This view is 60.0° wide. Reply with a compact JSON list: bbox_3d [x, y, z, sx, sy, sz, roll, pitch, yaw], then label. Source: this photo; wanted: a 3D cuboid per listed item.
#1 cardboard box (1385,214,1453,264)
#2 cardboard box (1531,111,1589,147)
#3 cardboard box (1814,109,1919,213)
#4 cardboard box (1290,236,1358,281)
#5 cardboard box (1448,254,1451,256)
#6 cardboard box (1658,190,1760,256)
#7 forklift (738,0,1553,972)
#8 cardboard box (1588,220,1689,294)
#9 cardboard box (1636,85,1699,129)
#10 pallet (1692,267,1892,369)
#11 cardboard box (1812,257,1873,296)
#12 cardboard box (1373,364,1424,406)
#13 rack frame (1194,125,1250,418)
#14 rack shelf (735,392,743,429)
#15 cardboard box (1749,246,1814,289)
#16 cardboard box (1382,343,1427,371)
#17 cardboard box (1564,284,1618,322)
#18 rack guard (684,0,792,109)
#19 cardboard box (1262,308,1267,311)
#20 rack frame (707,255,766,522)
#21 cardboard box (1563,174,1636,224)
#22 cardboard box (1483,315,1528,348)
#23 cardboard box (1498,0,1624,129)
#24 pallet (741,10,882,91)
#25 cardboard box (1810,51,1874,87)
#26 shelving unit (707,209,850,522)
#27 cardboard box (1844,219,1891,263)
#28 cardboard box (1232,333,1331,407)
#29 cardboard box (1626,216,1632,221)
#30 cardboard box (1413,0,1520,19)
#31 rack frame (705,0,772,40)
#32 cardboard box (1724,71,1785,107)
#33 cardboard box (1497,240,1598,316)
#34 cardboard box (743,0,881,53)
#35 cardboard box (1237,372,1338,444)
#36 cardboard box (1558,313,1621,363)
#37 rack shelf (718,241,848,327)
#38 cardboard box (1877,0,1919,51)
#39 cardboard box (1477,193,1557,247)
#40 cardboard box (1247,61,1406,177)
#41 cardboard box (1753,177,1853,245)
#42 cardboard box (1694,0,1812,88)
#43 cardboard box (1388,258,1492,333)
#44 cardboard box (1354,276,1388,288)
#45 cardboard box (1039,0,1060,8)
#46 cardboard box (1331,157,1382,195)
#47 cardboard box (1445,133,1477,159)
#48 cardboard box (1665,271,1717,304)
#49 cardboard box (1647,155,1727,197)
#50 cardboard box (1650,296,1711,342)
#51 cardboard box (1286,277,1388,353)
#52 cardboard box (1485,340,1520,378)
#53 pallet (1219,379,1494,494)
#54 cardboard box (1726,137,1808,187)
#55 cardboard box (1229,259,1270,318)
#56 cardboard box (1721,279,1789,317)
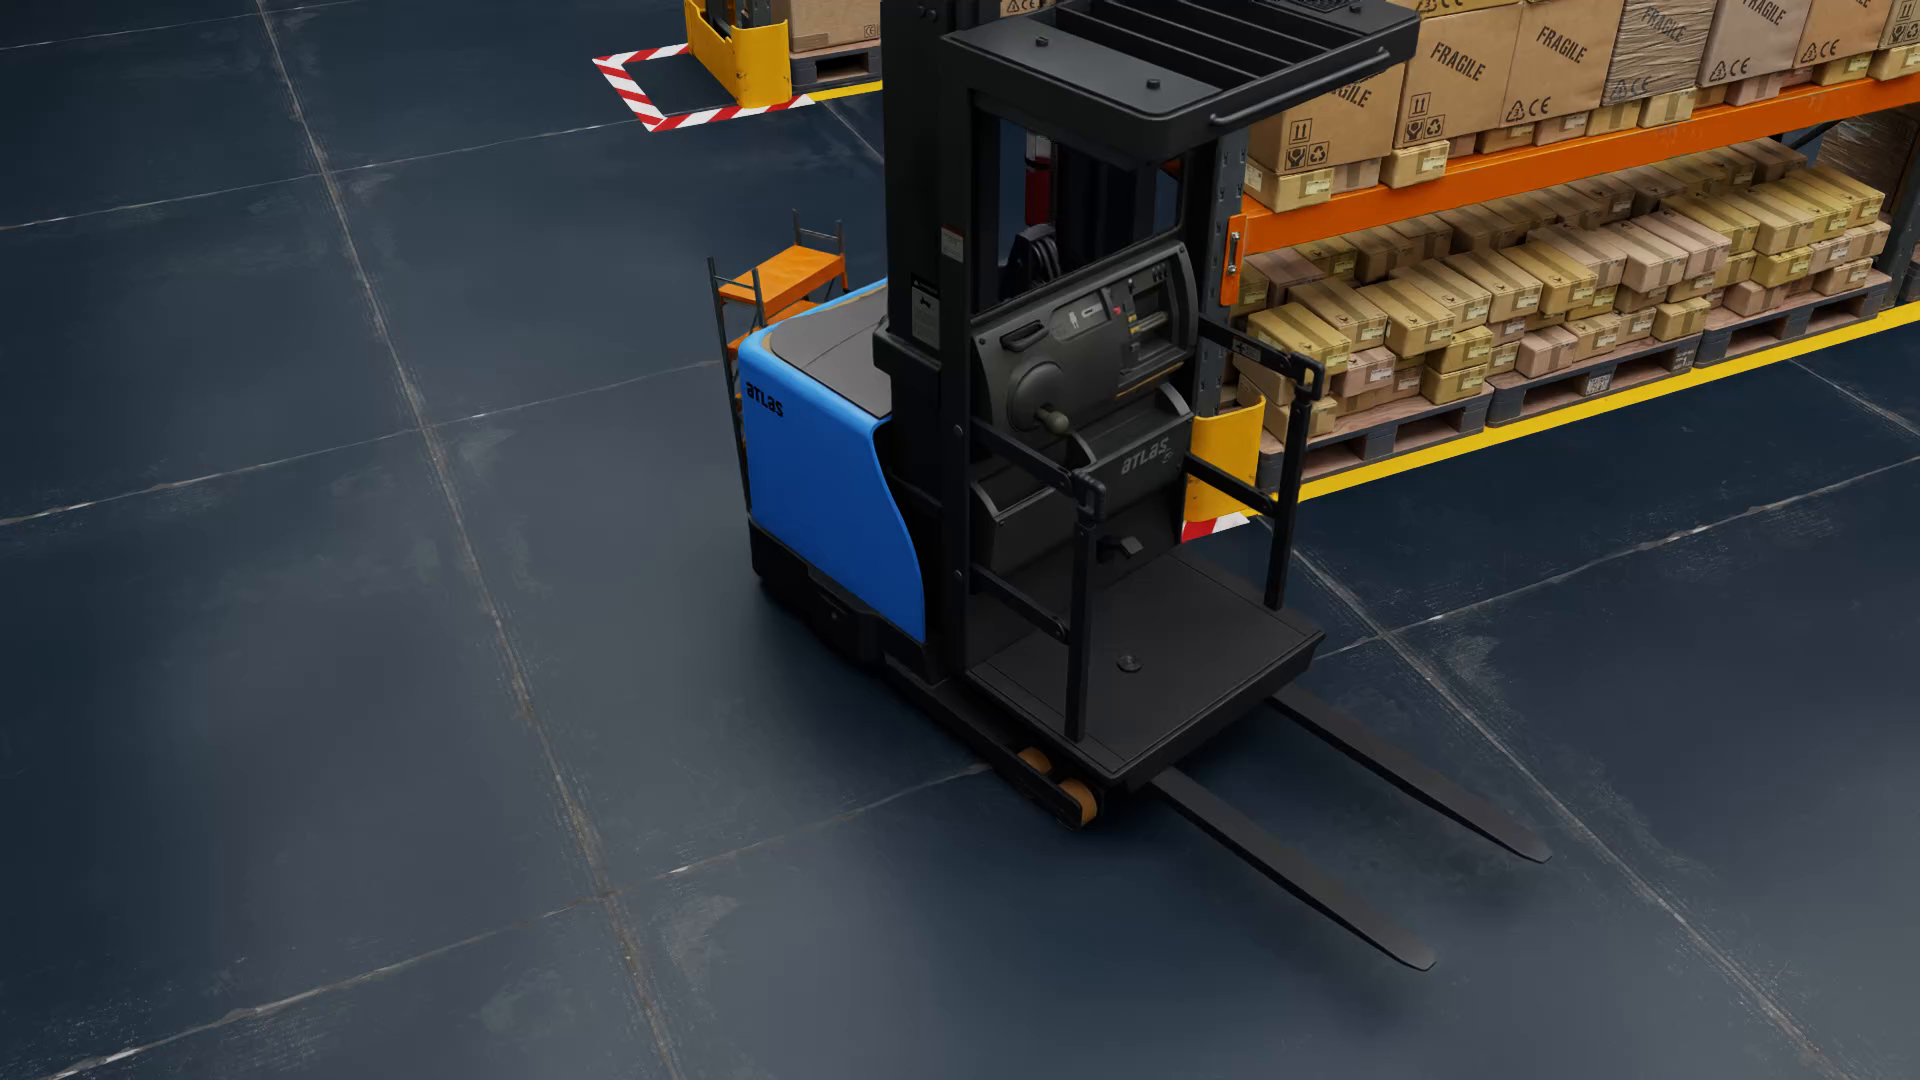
[{"bbox_3d":[2.060,-1.432,7.704,0.250,0.149,0.380,-14,39,-18],"label":"cardboard box"},{"bbox_3d":[2.354,-1.775,6.837,0.250,0.149,0.380,-16,40,-21],"label":"cardboard box"},{"bbox_3d":[4.959,-2.103,8.814,0.500,0.500,0.500,-16,40,-21],"label":"cardboard box"},{"bbox_3d":[1.579,-1.303,7.530,0.250,0.149,0.380,-16,40,-21],"label":"cardboard box"},{"bbox_3d":[2.305,-1.359,7.855,0.250,0.149,0.380,-14,39,-18],"label":"cardboard box"},{"bbox_3d":[3.480,-1.471,7.757,0.250,0.149,0.380,-14,39,-18],"label":"cardboard box"},{"bbox_3d":[0.552,-0.574,5.063,1.130,2.935,3.031,-28,45,-33],"label":"forklift"},{"bbox_3d":[3.035,-1.278,7.496,0.250,0.149,0.380,-17,40,-22],"label":"cardboard box"},{"bbox_3d":[2.852,-1.881,6.980,0.250,0.149,0.380,-15,39,-19],"label":"cardboard box"},{"bbox_3d":[3.803,-1.306,8.334,1.213,0.211,1.003,-16,39,-20],"label":"pallet"},{"bbox_3d":[4.186,-1.356,8.101,0.250,0.149,0.380,-15,39,-19],"label":"cardboard box"},{"bbox_3d":[1.809,-0.764,7.302,0.250,0.149,0.380,-15,39,-19],"label":"cardboard box"},{"bbox_3d":[0.775,-1.603,6.393,0.127,3.000,1.000,-16,39,-20],"label":"rack frame"},{"bbox_3d":[-0.654,-0.584,6.627,0.258,0.148,0.480,19,40,30],"label":"rack shelf"},{"bbox_3d":[3.771,-1.355,7.850,0.250,0.149,0.380,-17,40,-22],"label":"cardboard box"},{"bbox_3d":[1.814,-0.889,7.221,0.250,0.149,0.380,-15,39,-19],"label":"cardboard box"},{"bbox_3d":[2.769,-1.168,7.597,0.250,0.149,0.380,-14,39,-18],"label":"cardboard box"},{"bbox_3d":[-1.441,-3.237,10.694,0.348,0.500,1.175,-16,39,-20],"label":"rack guard"},{"bbox_3d":[1.391,-1.071,7.466,0.250,0.149,0.380,-17,40,-21],"label":"cardboard box"},{"bbox_3d":[-0.799,-0.521,6.429,0.240,1.200,0.015,19,40,30],"label":"rack frame"},{"bbox_3d":[3.022,-1.676,8.032,0.250,0.149,0.380,-15,39,-19],"label":"cardboard box"},{"bbox_3d":[2.293,-1.014,7.390,0.250,0.149,0.380,-18,40,-22],"label":"cardboard box"},{"bbox_3d":[2.221,-1.994,6.586,0.500,0.500,0.500,-15,39,-19],"label":"cardboard box"},{"bbox_3d":[-0.729,-3.371,11.118,1.213,0.211,1.003,-16,39,-20],"label":"pallet"},{"bbox_3d":[3.783,-2.157,7.351,0.250,0.149,0.380,-14,39,-18],"label":"cardboard box"},{"bbox_3d":[-0.658,-0.639,6.590,0.258,1.200,0.503,19,40,30],"label":"shelving unit"},{"bbox_3d":[4.246,-1.507,8.055,0.250,0.149,0.380,-15,39,-19],"label":"cardboard box"},{"bbox_3d":[1.359,-0.740,7.021,0.250,0.149,0.380,-14,39,-18],"label":"cardboard box"},{"bbox_3d":[3.290,-1.579,8.152,0.250,0.149,0.380,-18,40,-22],"label":"cardboard box"},{"bbox_3d":[1.748,-2.266,6.114,0.500,0.500,0.500,-14,39,-19],"label":"cardboard box"},{"bbox_3d":[-1.420,-4.247,9.958,0.127,3.000,1.000,-16,39,-20],"label":"rack frame"},{"bbox_3d":[3.306,-2.020,7.166,0.250,0.149,0.380,-17,40,-22],"label":"cardboard box"},{"bbox_3d":[2.577,-1.159,7.335,0.250,0.149,0.380,-15,39,-19],"label":"cardboard box"},{"bbox_3d":[-0.865,-3.607,10.894,0.875,0.438,0.875,-17,40,-21],"label":"cardboard box"},{"bbox_3d":[1.385,-0.587,7.063,0.250,0.149,0.380,-15,39,-19],"label":"cardboard box"},{"bbox_3d":[2.780,-0.985,7.601,0.250,0.149,0.380,-16,39,-20],"label":"cardboard box"},{"bbox_3d":[-0.682,-0.964,6.370,0.258,0.148,0.480,19,40,30],"label":"rack shelf"},{"bbox_3d":[4.078,-2.500,7.269,0.500,0.500,0.500,-16,39,-20],"label":"cardboard box"},{"bbox_3d":[2.571,-1.521,7.824,0.250,0.149,0.380,-15,39,-20],"label":"cardboard box"},{"bbox_3d":[1.299,-1.727,6.227,0.500,0.500,0.500,-14,39,-18],"label":"cardboard box"},{"bbox_3d":[3.970,-1.562,7.879,0.250,0.149,0.380,-15,39,-19],"label":"cardboard box"},{"bbox_3d":[3.157,-2.244,6.924,0.500,0.500,0.500,-16,39,-20],"label":"cardboard box"},{"bbox_3d":[2.064,-1.052,7.191,0.250,0.149,0.380,-18,40,-22],"label":"cardboard box"},{"bbox_3d":[1.888,-1.179,7.612,0.250,0.149,0.380,-16,39,-20],"label":"cardboard box"},{"bbox_3d":[0.777,-4.071,11.519,0.875,0.438,0.875,-17,40,-21],"label":"cardboard box"},{"bbox_3d":[1.421,-1.494,6.457,0.250,0.149,0.380,-14,39,-18],"label":"cardboard box"},{"bbox_3d":[1.863,-1.673,6.698,0.250,0.149,0.380,-14,39,-18],"label":"cardboard box"},{"bbox_3d":[3.280,-1.269,7.734,0.250,0.149,0.380,-15,39,-19],"label":"cardboard box"},{"bbox_3d":[3.514,-1.774,8.165,0.250,0.149,0.380,-16,40,-21],"label":"cardboard box"},{"bbox_3d":[3.249,-1.094,7.748,0.250,0.149,0.380,-16,39,-20],"label":"cardboard box"},{"bbox_3d":[1.592,-0.950,7.054,0.250,0.149,0.380,-15,39,-19],"label":"cardboard box"},{"bbox_3d":[2.278,-0.885,7.466,0.250,0.149,0.380,-16,39,-20],"label":"cardboard box"},{"bbox_3d":[1.594,-0.689,7.501,1.213,0.211,1.003,-16,39,-20],"label":"pallet"},{"bbox_3d":[3.996,-1.903,8.338,0.250,0.149,0.380,-14,39,-18],"label":"cardboard box"},{"bbox_3d":[1.147,-1.136,7.305,0.250,0.149,0.380,-15,39,-19],"label":"cardboard box"},{"bbox_3d":[3.703,-1.234,7.936,0.250,0.149,0.380,-17,40,-21],"label":"cardboard box"}]
